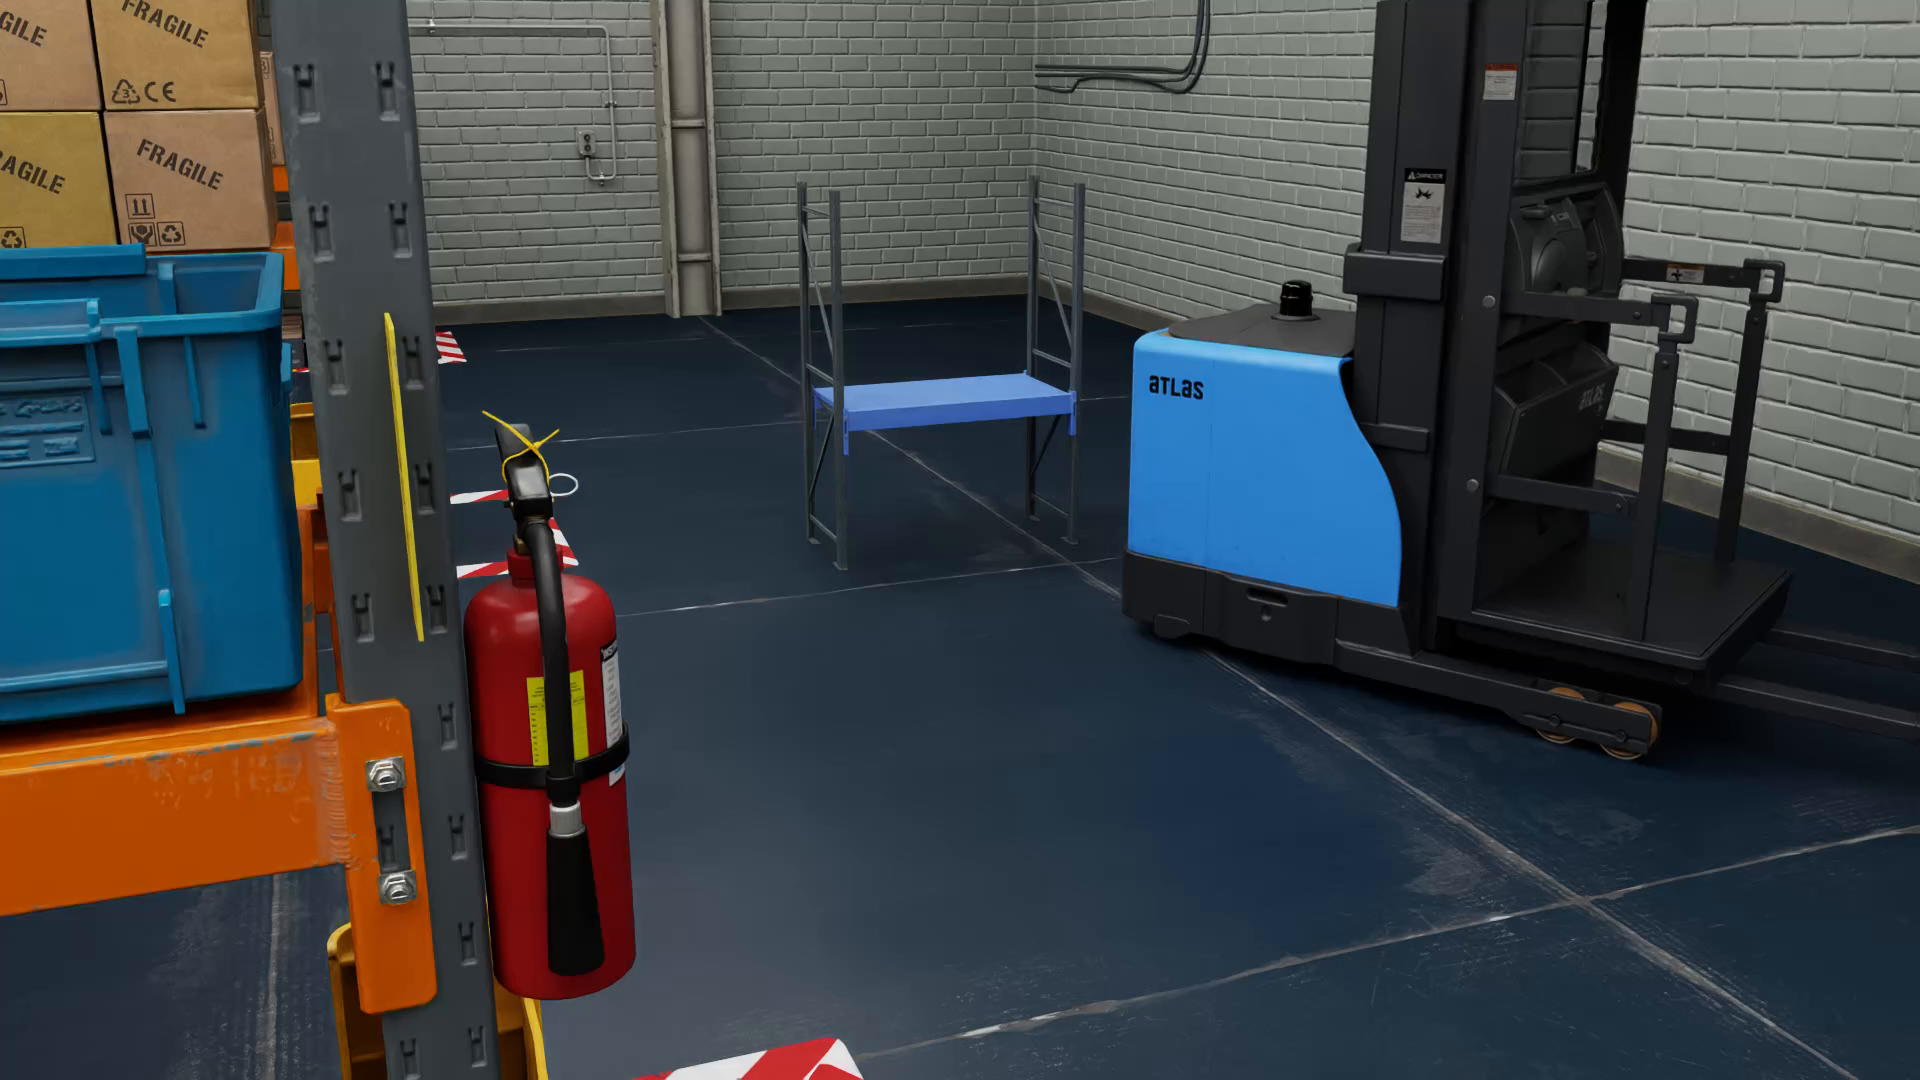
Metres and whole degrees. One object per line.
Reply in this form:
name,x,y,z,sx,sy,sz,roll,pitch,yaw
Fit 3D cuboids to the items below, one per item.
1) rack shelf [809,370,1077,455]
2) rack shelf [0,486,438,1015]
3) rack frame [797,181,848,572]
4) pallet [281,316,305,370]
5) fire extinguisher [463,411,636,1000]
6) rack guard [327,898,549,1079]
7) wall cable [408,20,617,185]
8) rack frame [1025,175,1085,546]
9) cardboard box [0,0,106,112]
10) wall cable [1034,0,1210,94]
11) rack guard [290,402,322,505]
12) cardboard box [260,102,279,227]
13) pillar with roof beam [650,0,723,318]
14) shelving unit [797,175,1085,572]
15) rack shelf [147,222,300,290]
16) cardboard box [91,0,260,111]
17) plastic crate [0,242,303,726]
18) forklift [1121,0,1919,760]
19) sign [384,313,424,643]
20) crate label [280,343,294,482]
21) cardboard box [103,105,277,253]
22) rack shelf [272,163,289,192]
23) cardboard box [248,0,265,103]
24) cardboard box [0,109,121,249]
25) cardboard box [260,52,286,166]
rack shelf,-0.080,-0.538,6.908,1.000,0.185,0.538,-6,17,-20
rack shelf,-2.648,0.419,1.626,4.000,0.370,1.077,-6,17,-20
rack frame,-0.554,-0.660,6.683,0.032,1.500,0.500,-6,17,-20
pallet,-5.044,-1.296,11.135,1.213,0.211,1.003,-6,17,-20
fire extinguisher,-0.477,0.192,1.919,0.183,0.674,0.296,-6,17,-20
rack guard,-0.763,1.065,2.583,0.348,0.500,1.175,-6,17,-20
wall cable,-3.468,-3.600,12.231,1.851,1.984,0.084,-6,17,-20
rack frame,0.395,-0.762,7.032,0.032,1.500,0.500,-6,17,-20
cardboard box,-3.338,-1.791,5.922,0.500,0.500,0.500,-6,17,-19
wall cable,1.084,-4.600,12.301,0.112,2.526,3.097,-6,17,-20
rack guard,-2.621,-0.225,6.976,0.348,0.500,1.175,-6,17,-20
cardboard box,-3.058,-1.504,6.720,0.500,0.500,0.500,-6,17,-19
pillar with roof beam,-0.573,-4.980,8.087,0.400,9.000,9.100,-6,17,-20
shelving unit,-0.080,-0.711,6.858,1.048,1.500,0.538,-6,17,-20
rack shelf,-4.417,-0.885,6.065,4.000,0.370,1.077,-6,17,-20
cardboard box,-2.867,-1.842,6.096,0.500,0.500,0.500,-6,18,-21
plastic crate,-1.026,-0.091,1.915,0.499,0.435,0.616,-6,17,-20
forklift,2.053,-0.928,5.056,3.031,2.935,1.130,12,20,36
sign,-0.569,-0.063,1.701,0.005,0.325,0.100,-6,17,-20
crate label,-1.129,-0.138,2.436,0.303,0.233,0.416,-6,17,-20
cardboard box,-2.870,-1.363,6.238,0.500,0.500,0.500,-6,17,-18
rack shelf,-6.193,-2.188,10.502,4.000,0.370,1.077,-6,17,-20
cardboard box,-3.058,-1.984,6.579,0.500,0.500,0.500,-6,17,-18
cardboard box,-3.354,-1.310,6.057,0.500,0.500,0.500,-6,17,-20
cardboard box,-4.798,-2.825,10.861,0.700,0.700,0.980,-5,17,-18
